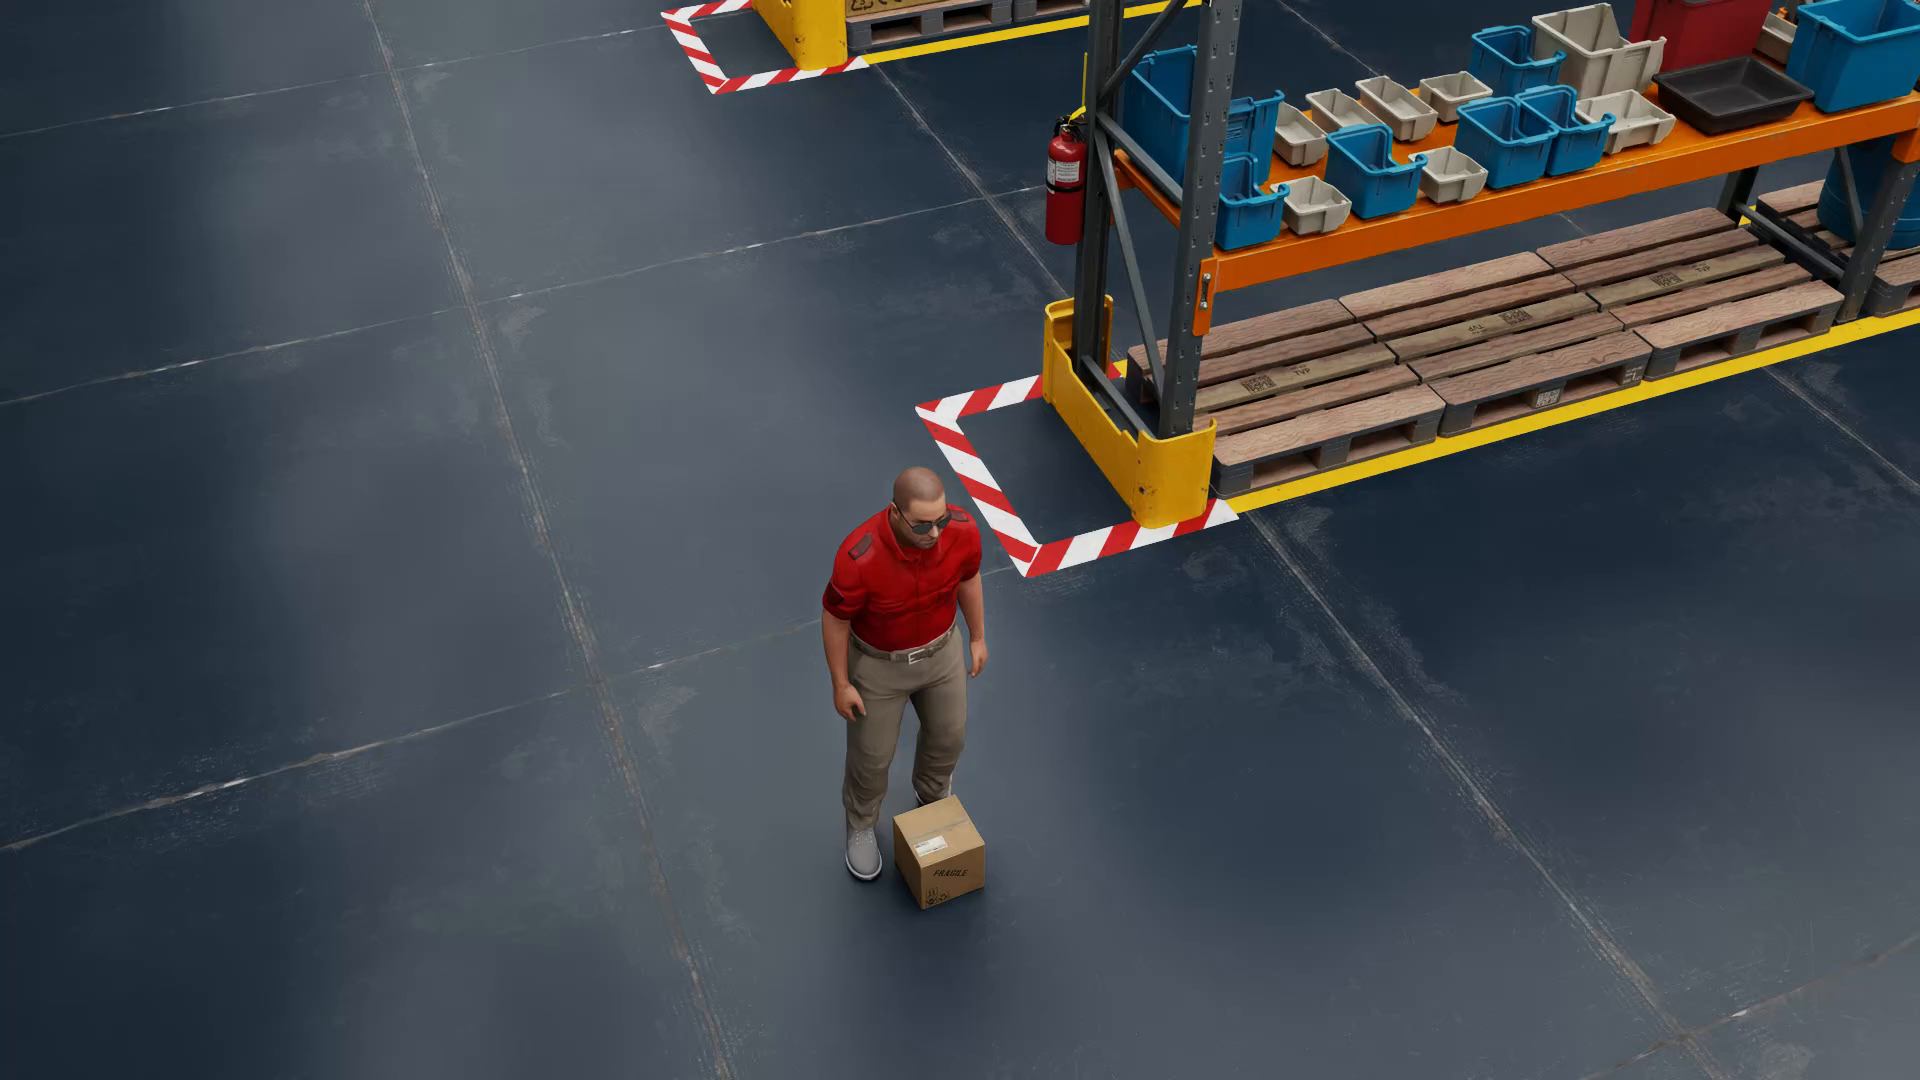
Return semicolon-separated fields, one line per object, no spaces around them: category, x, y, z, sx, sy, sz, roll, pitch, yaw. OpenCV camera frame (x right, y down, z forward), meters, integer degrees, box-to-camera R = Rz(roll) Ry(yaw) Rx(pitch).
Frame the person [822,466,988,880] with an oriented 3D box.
person;-0.180;0.418;5.696;0.606;1.726;0.393;-18;45;-19
